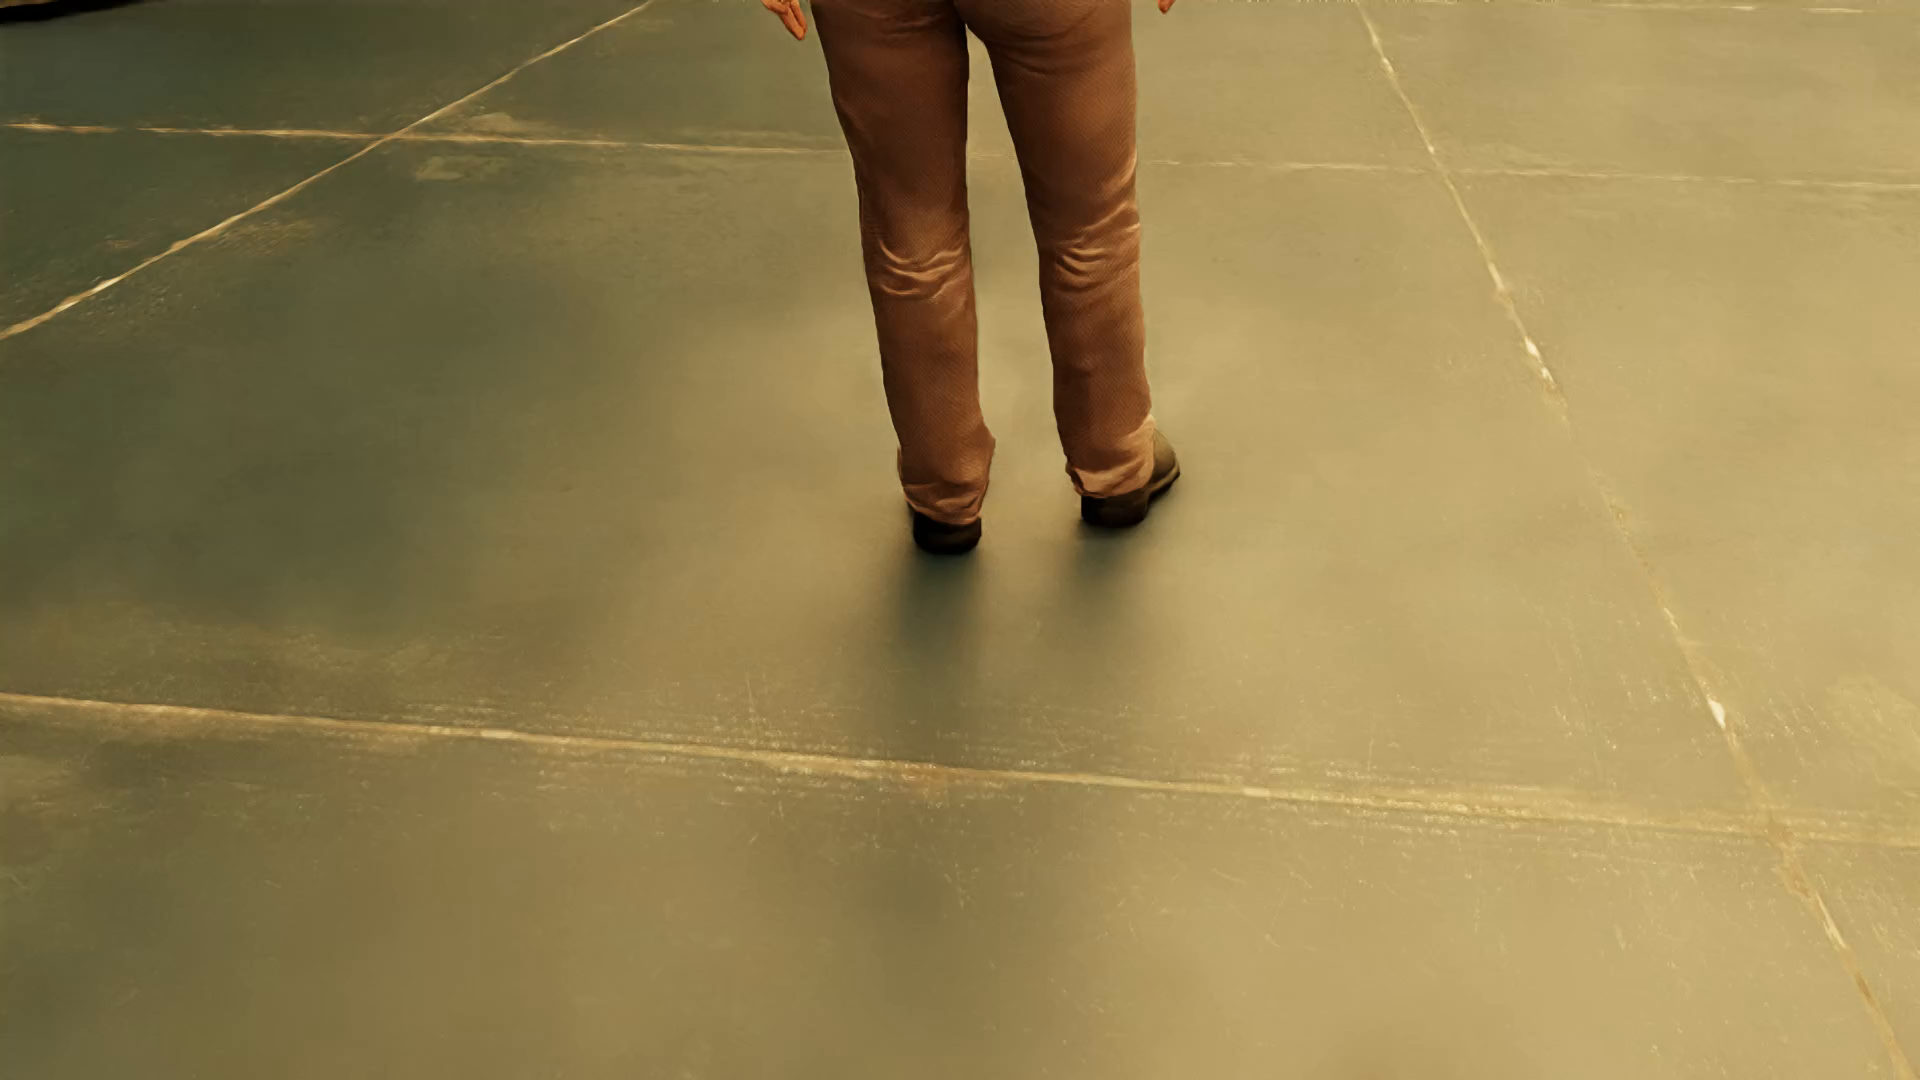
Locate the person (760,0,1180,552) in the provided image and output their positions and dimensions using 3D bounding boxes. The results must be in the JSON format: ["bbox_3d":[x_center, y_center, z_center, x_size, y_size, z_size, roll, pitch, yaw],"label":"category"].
[{"bbox_3d":[0.016,-0.804,2.167,0.632,1.720,0.567,3,27,7],"label":"person"}]
